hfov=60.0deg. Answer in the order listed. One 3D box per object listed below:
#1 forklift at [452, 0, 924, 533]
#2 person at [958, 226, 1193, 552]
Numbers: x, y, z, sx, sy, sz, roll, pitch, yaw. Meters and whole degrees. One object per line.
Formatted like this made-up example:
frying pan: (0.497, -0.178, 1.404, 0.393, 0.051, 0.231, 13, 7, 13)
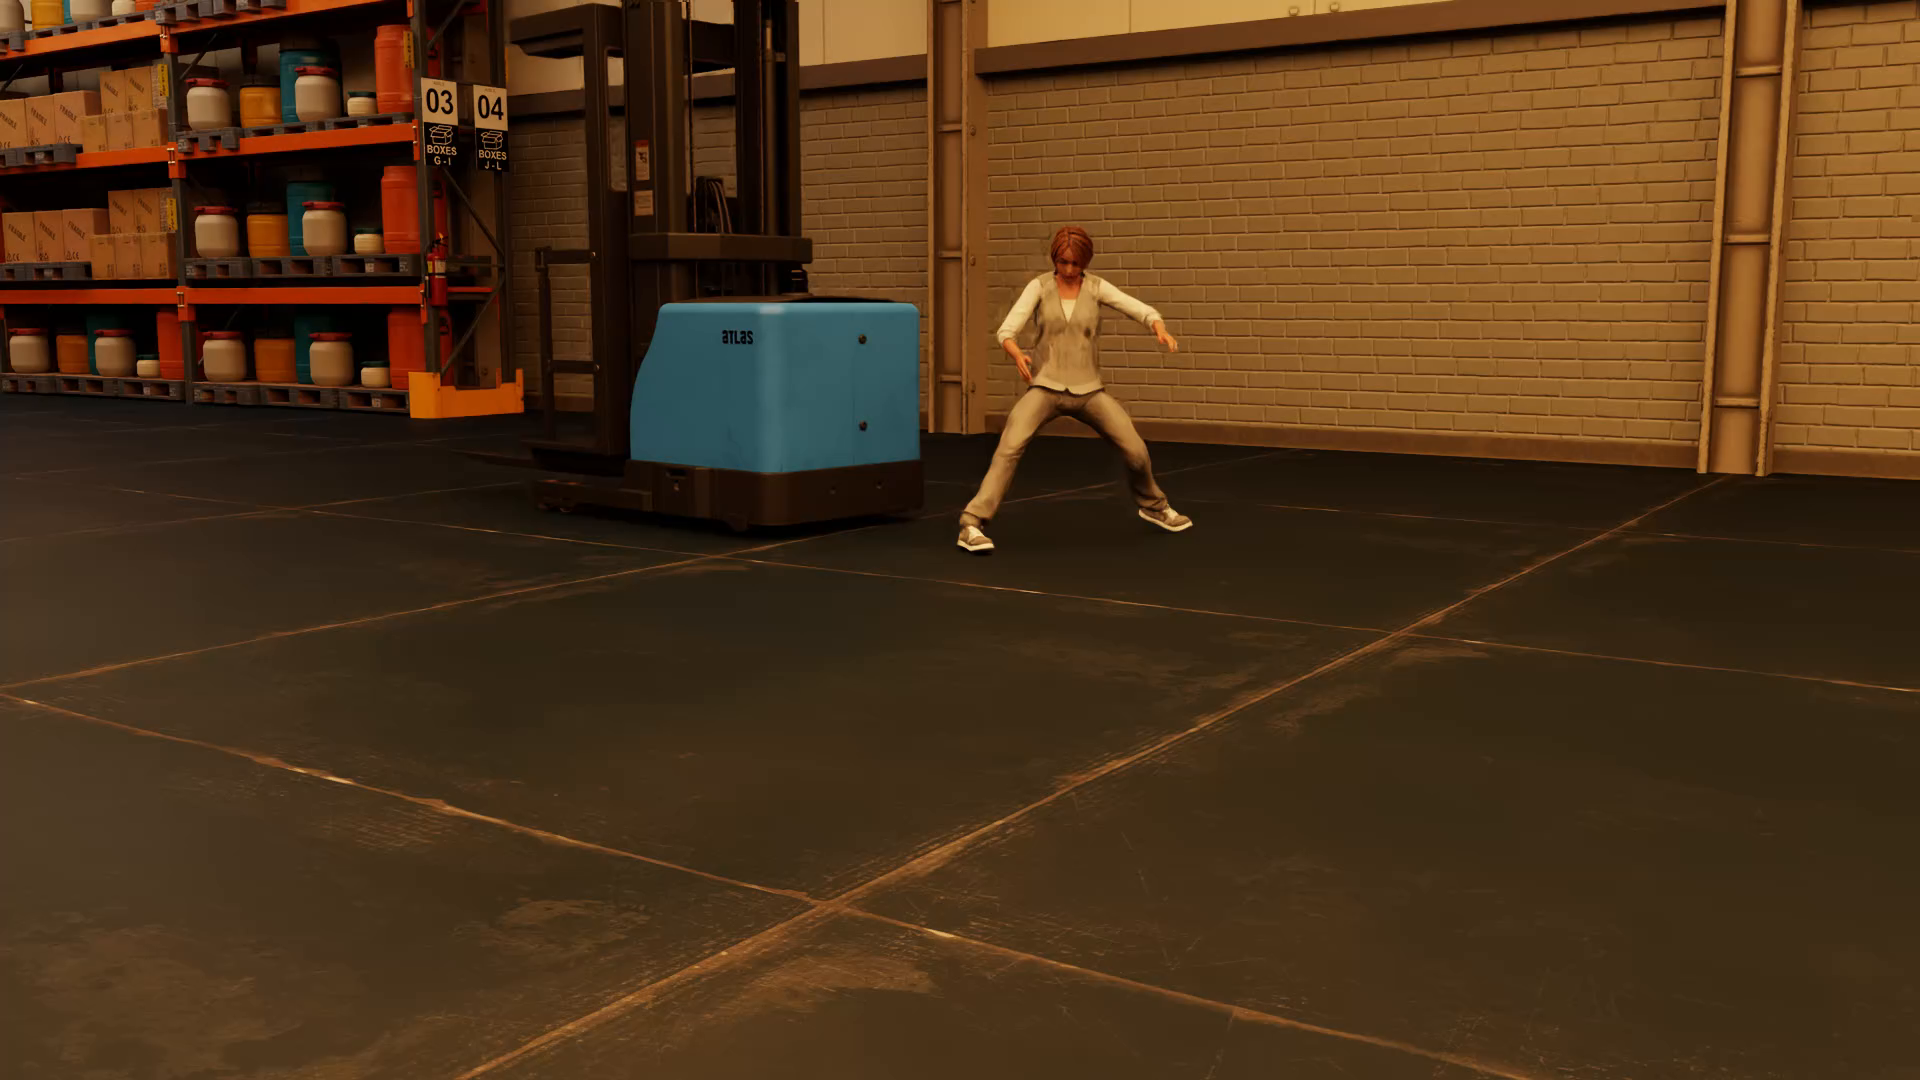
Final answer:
forklift: (-1.606, -1.635, 8.688, 3.031, 2.935, 1.130, 7, 11, 42)
person: (0.544, -0.693, 7.439, 1.110, 1.409, 0.839, 0, 8, -1)
